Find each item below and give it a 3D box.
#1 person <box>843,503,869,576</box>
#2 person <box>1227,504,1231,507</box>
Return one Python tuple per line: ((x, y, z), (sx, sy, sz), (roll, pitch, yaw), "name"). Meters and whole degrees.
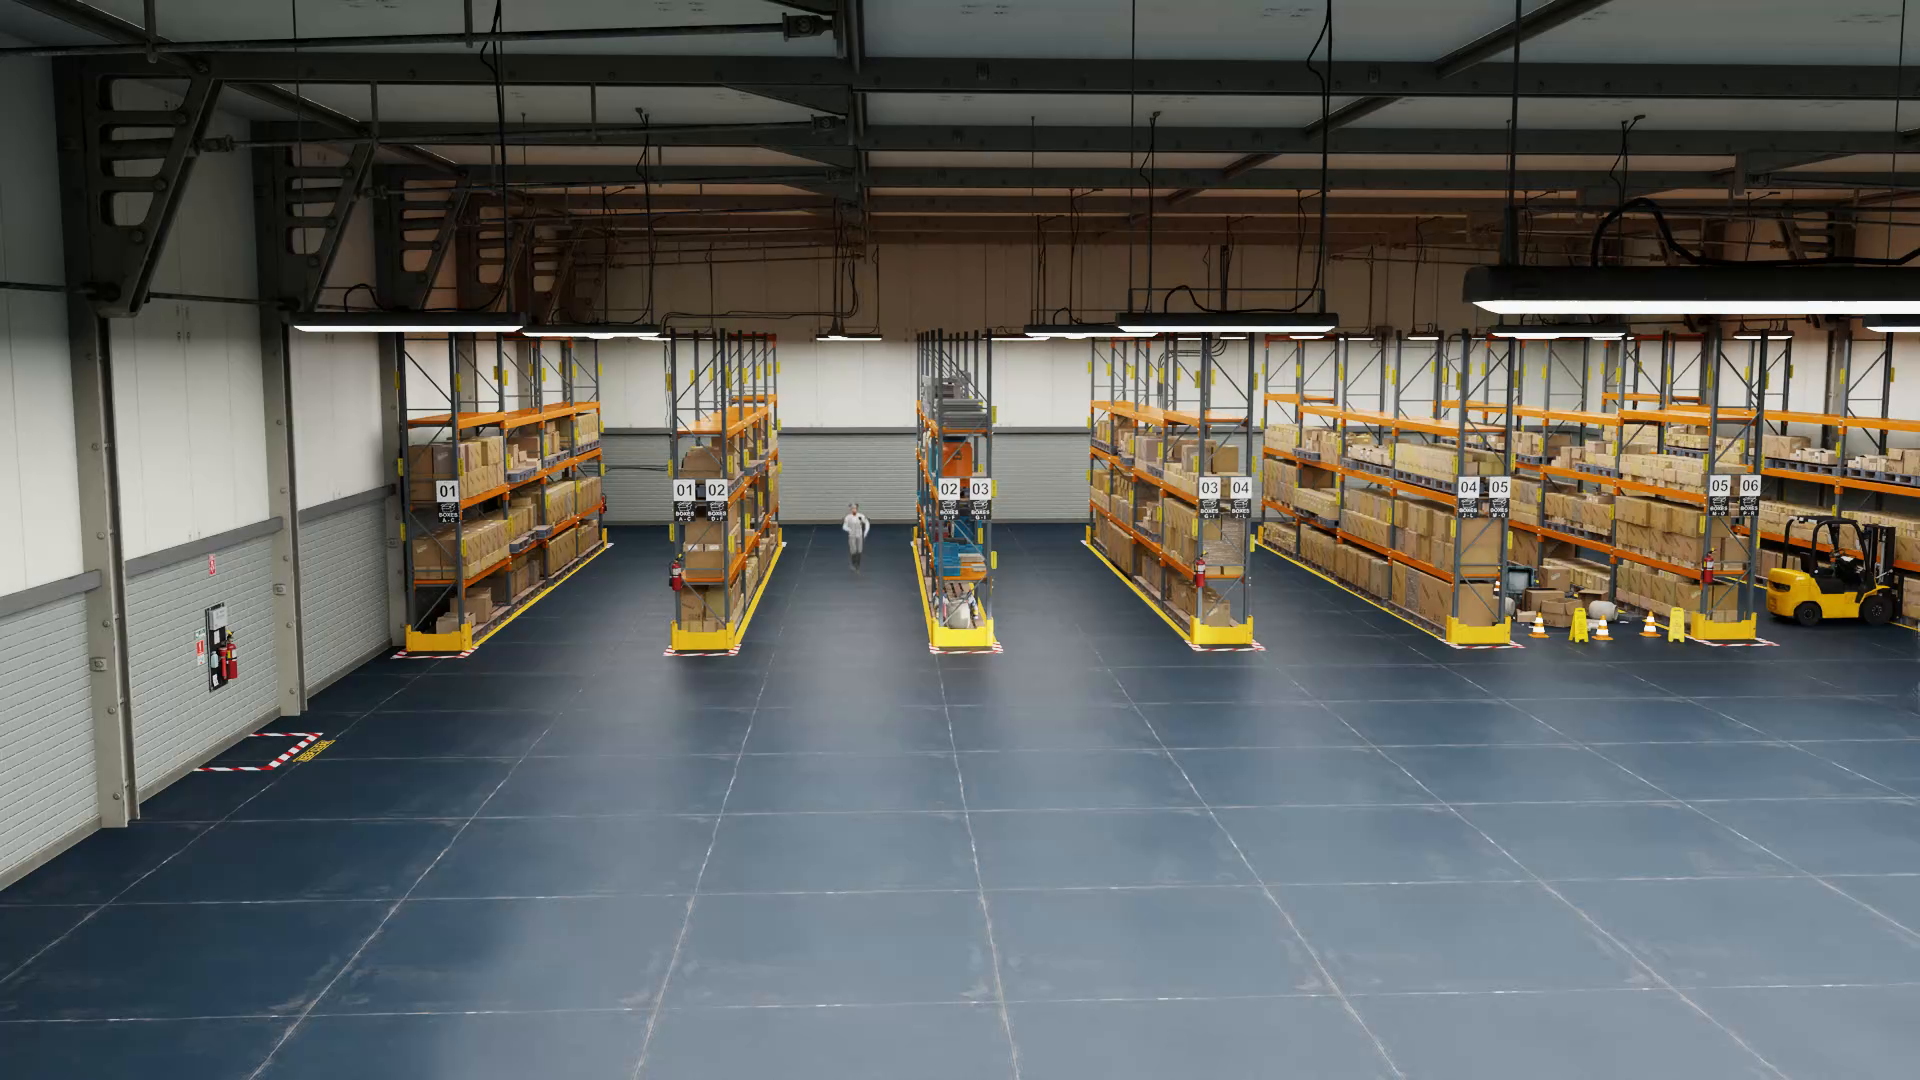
((-2.501, -0.018, 40.016), (0.618, 1.751, 0.705), (0, 7, -2), "person")
((7.429, -0.685, 47.754), (0.663, 1.587, 0.504), (5, 9, 39), "person")
